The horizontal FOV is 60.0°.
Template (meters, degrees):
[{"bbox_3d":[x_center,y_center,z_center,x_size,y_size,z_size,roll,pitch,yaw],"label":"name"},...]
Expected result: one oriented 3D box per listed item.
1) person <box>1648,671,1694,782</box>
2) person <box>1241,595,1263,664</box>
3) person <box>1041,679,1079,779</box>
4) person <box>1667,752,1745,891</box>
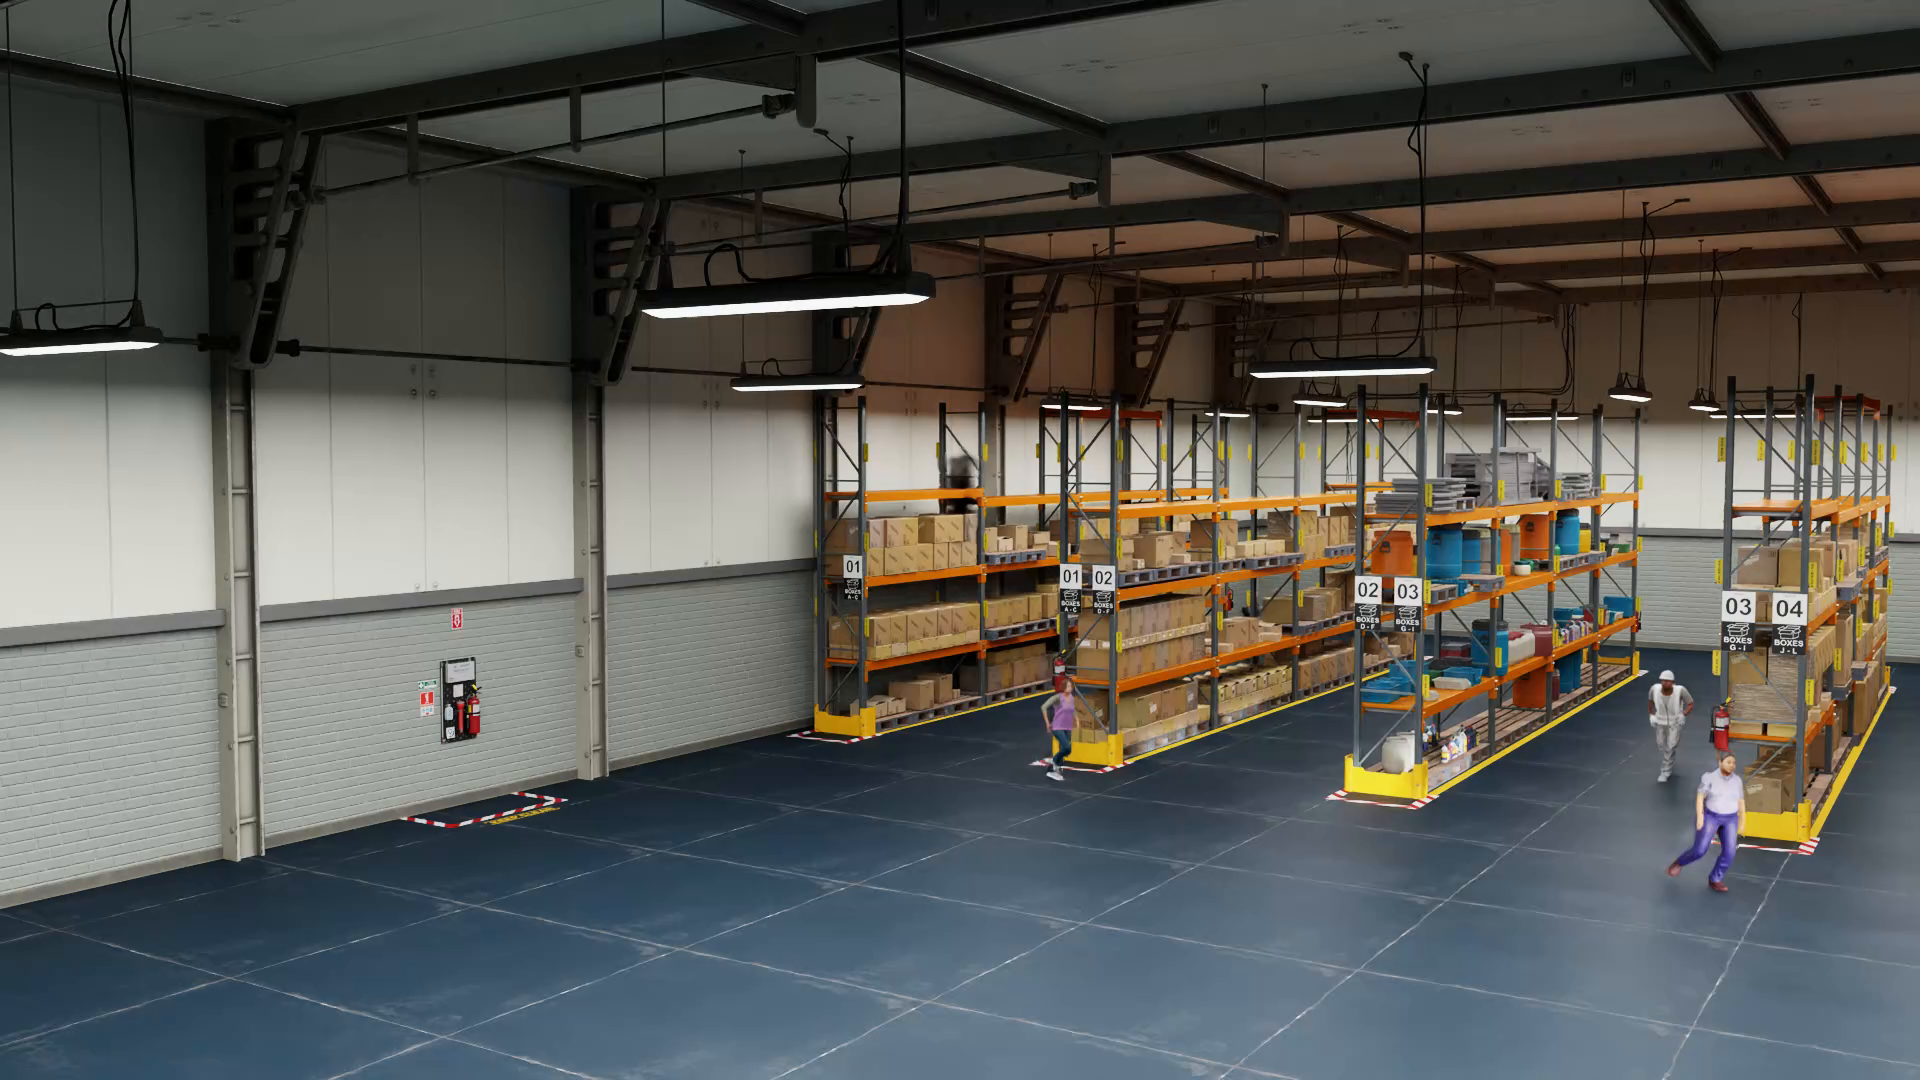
[{"bbox_3d":[10.899,2.830,25.491,0.675,1.717,0.884,2,3,31],"label":"person"},{"bbox_3d":[6.811,2.106,38.925,0.622,1.745,0.721,1,3,25],"label":"person"},{"bbox_3d":[1.533,2.893,25.341,0.620,1.557,0.551,-2,4,-38],"label":"person"},{"bbox_3d":[8.586,3.195,19.085,0.758,1.583,0.541,0,3,2],"label":"person"}]
